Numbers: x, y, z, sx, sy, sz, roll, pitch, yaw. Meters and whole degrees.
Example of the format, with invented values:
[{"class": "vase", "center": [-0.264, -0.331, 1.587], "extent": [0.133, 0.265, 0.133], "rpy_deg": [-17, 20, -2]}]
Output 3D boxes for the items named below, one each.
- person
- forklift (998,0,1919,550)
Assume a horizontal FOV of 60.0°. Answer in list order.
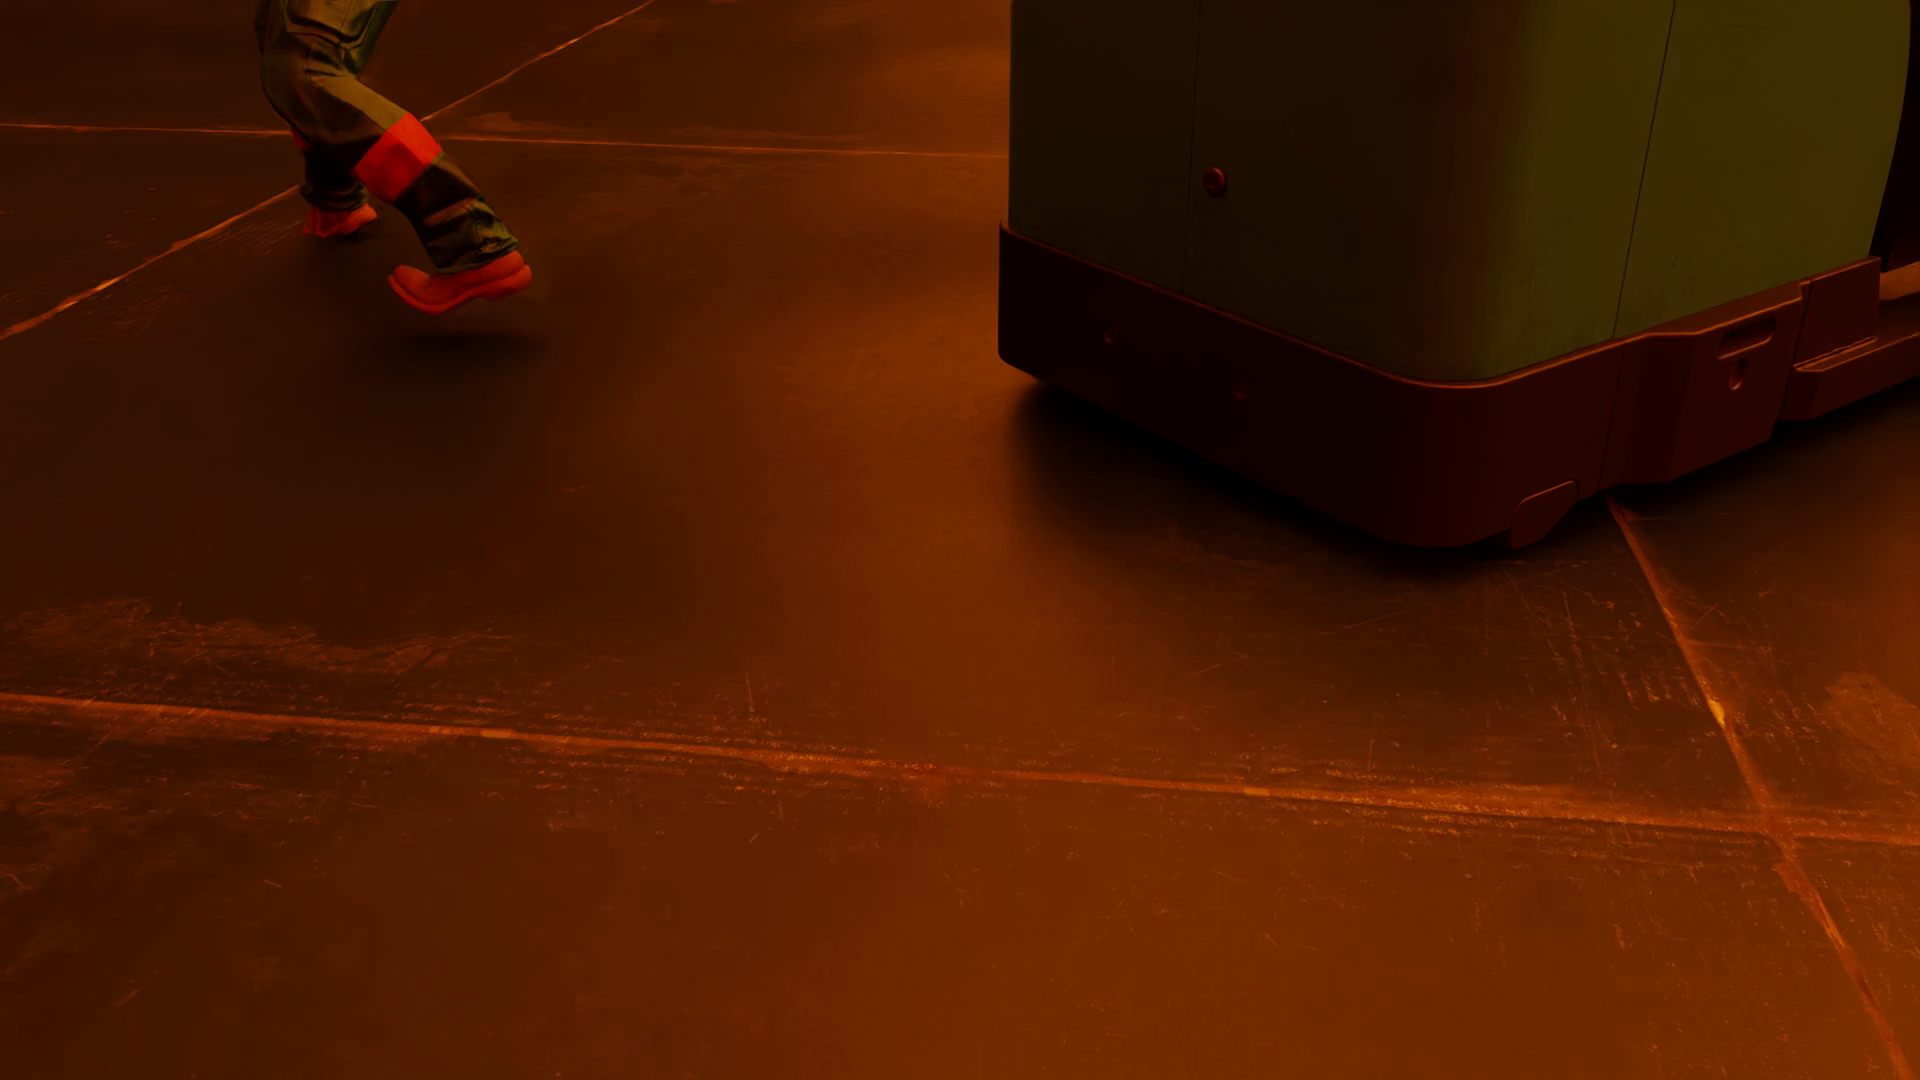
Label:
[{"class": "person", "center": [-1.242, -1.266, 3.332], "extent": [0.552, 1.713, 1.168], "rpy_deg": [-7, 27, -15]}, {"class": "forklift", "center": [1.563, -1.801, 2.827], "extent": [3.031, 2.935, 1.130], "rpy_deg": [-18, 32, -31]}]
